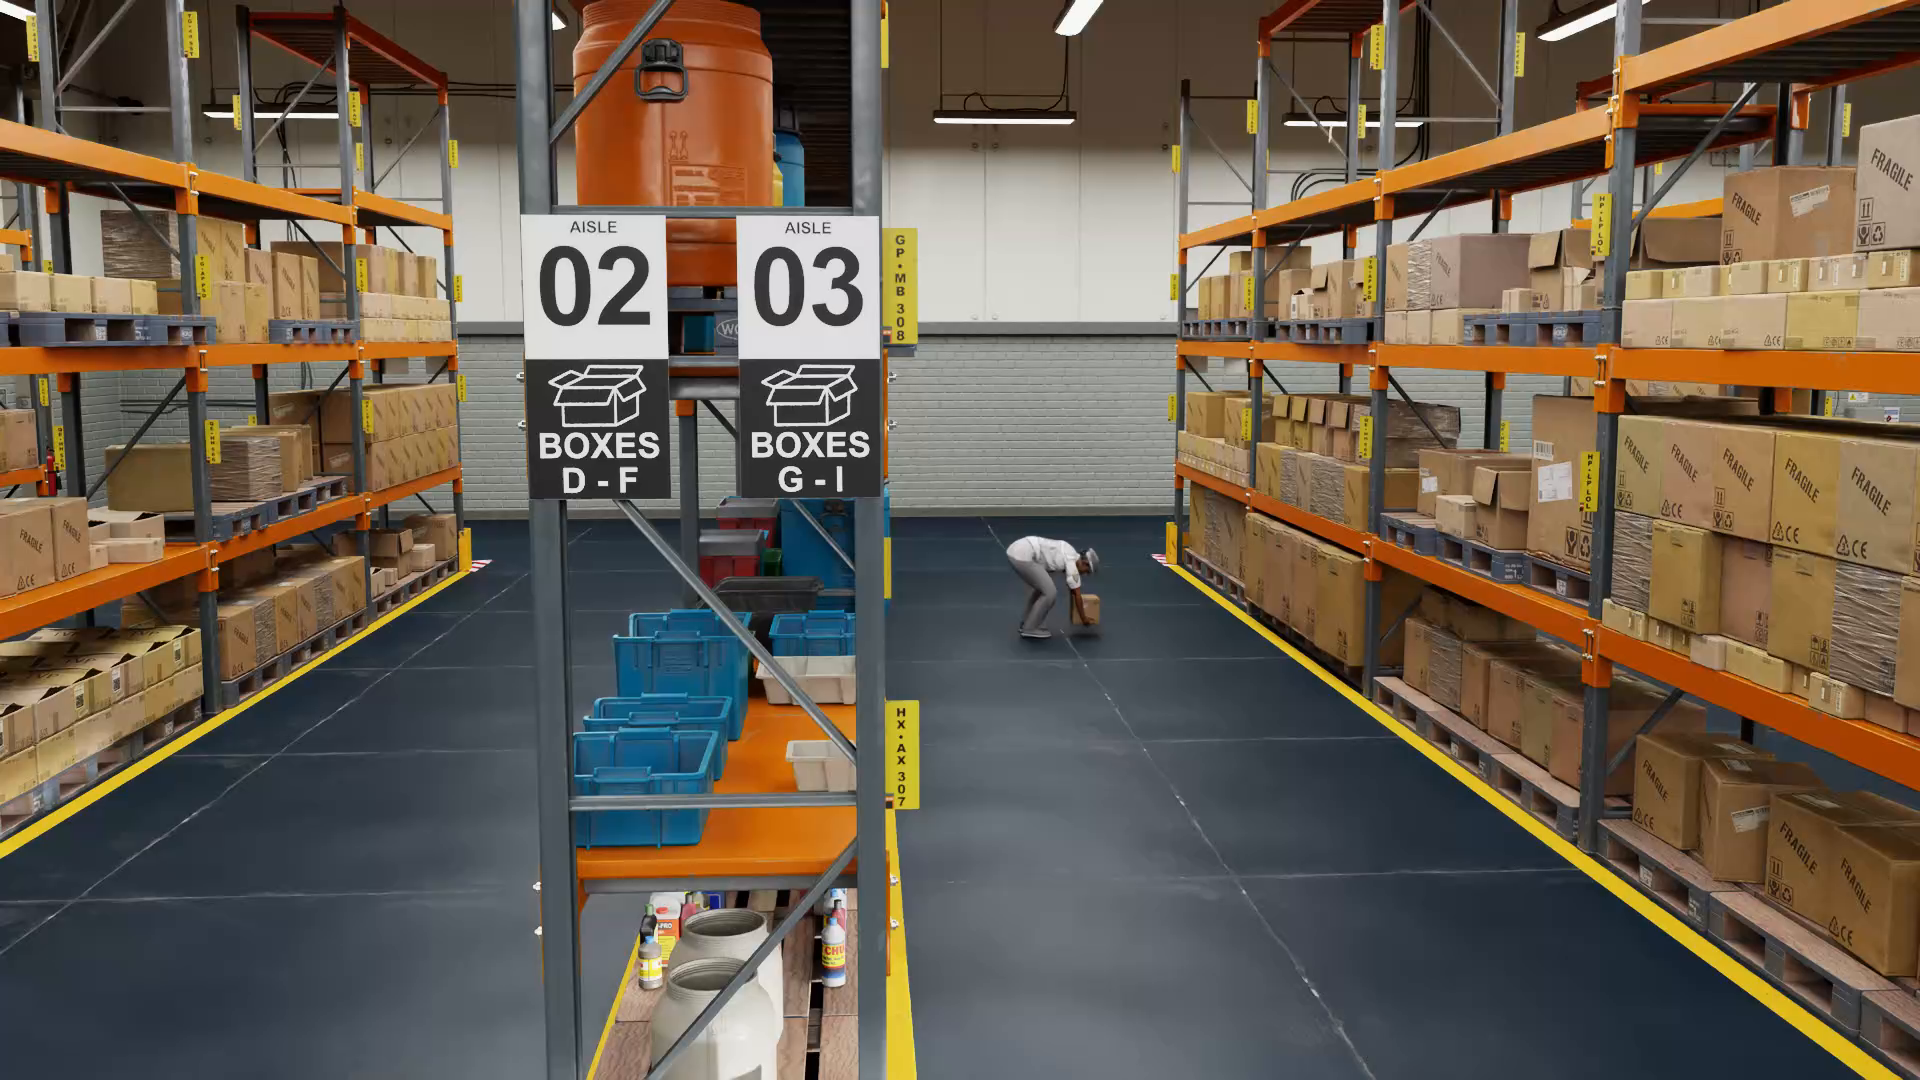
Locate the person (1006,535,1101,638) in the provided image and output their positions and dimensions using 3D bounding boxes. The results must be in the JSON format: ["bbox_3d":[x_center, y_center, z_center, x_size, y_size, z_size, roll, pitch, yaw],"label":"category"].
[{"bbox_3d":[0.907,0.443,16.028,0.918,0.962,0.456,-1,7,-6],"label":"person"}]
